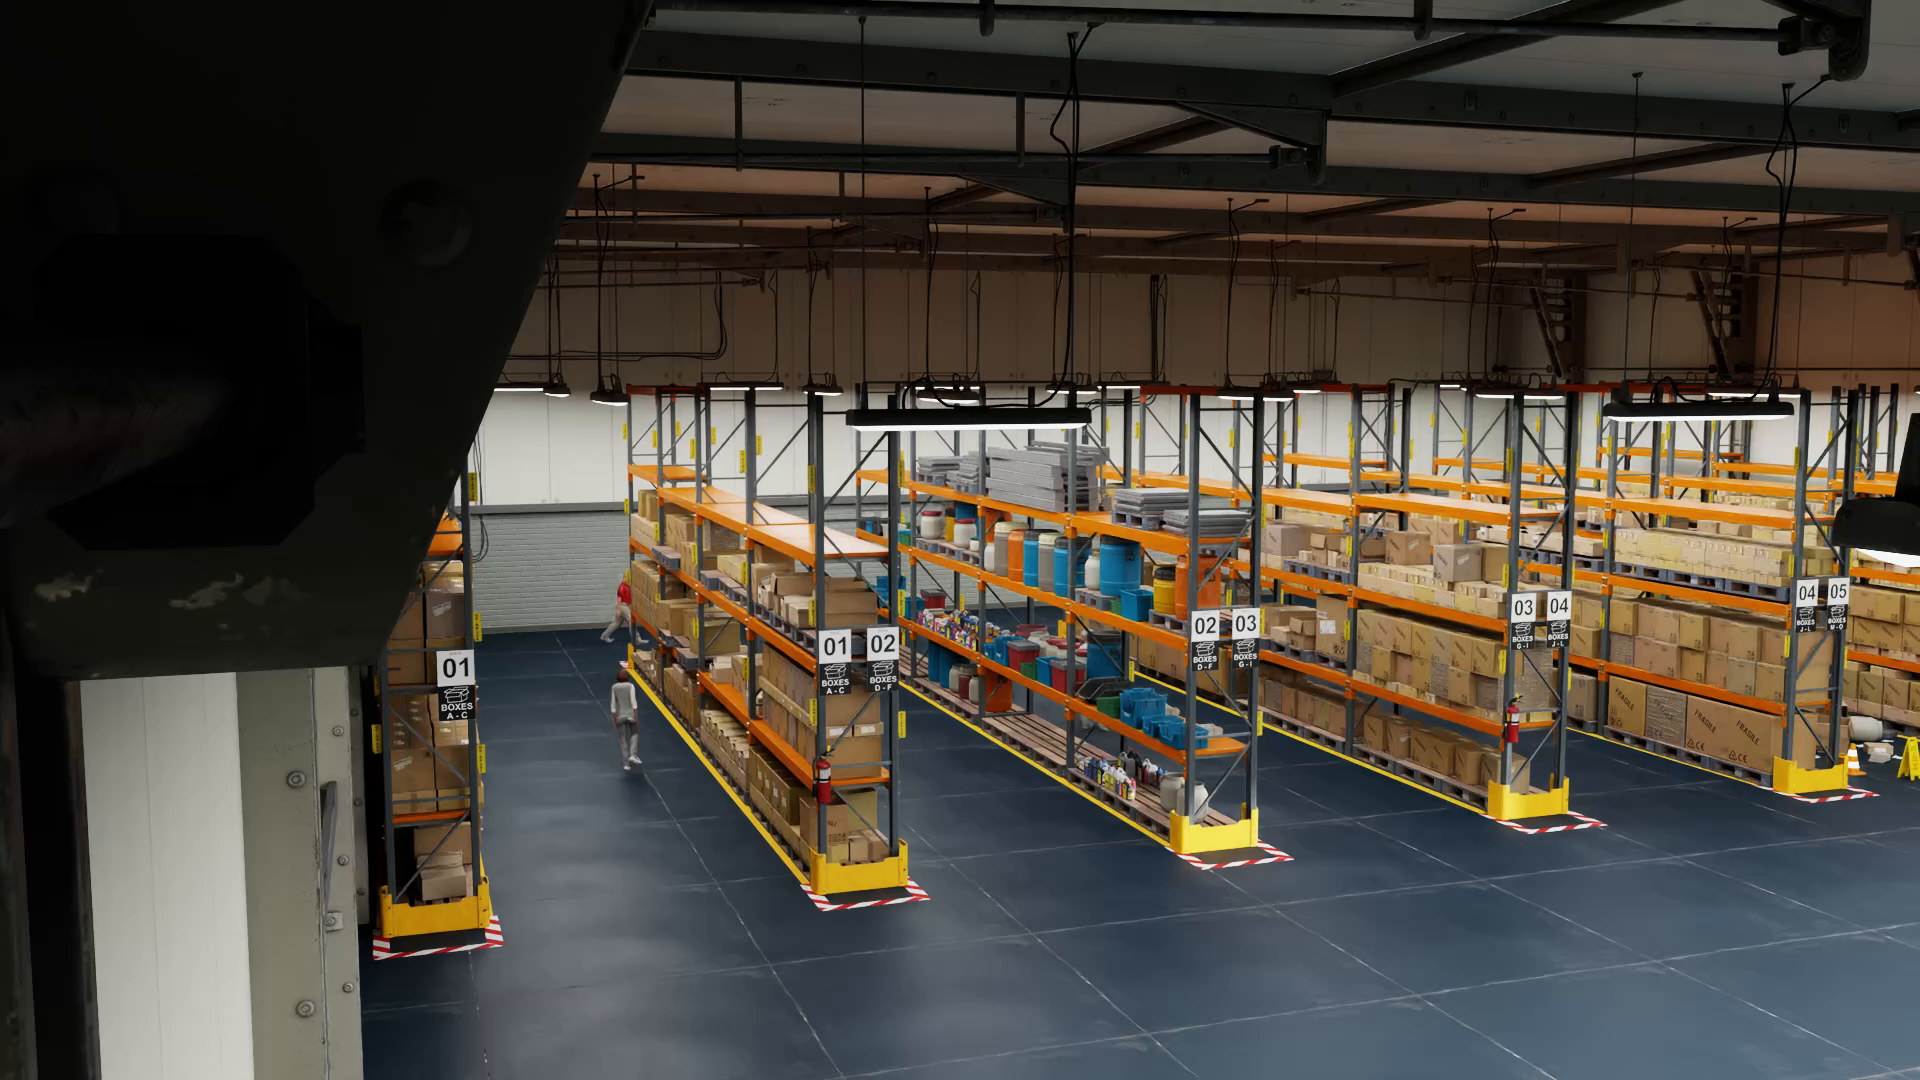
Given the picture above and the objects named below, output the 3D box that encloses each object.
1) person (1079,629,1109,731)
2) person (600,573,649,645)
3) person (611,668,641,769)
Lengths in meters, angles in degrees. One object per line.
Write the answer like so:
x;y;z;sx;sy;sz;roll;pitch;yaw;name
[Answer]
2.322;2.467;29.244;0.697;1.809;0.404;3;7;30;person
-7.690;1.568;38.129;1.103;1.663;0.520;-1;6;-6;person
-5.281;2.822;26.271;0.455;1.586;0.394;-1;6;-12;person
